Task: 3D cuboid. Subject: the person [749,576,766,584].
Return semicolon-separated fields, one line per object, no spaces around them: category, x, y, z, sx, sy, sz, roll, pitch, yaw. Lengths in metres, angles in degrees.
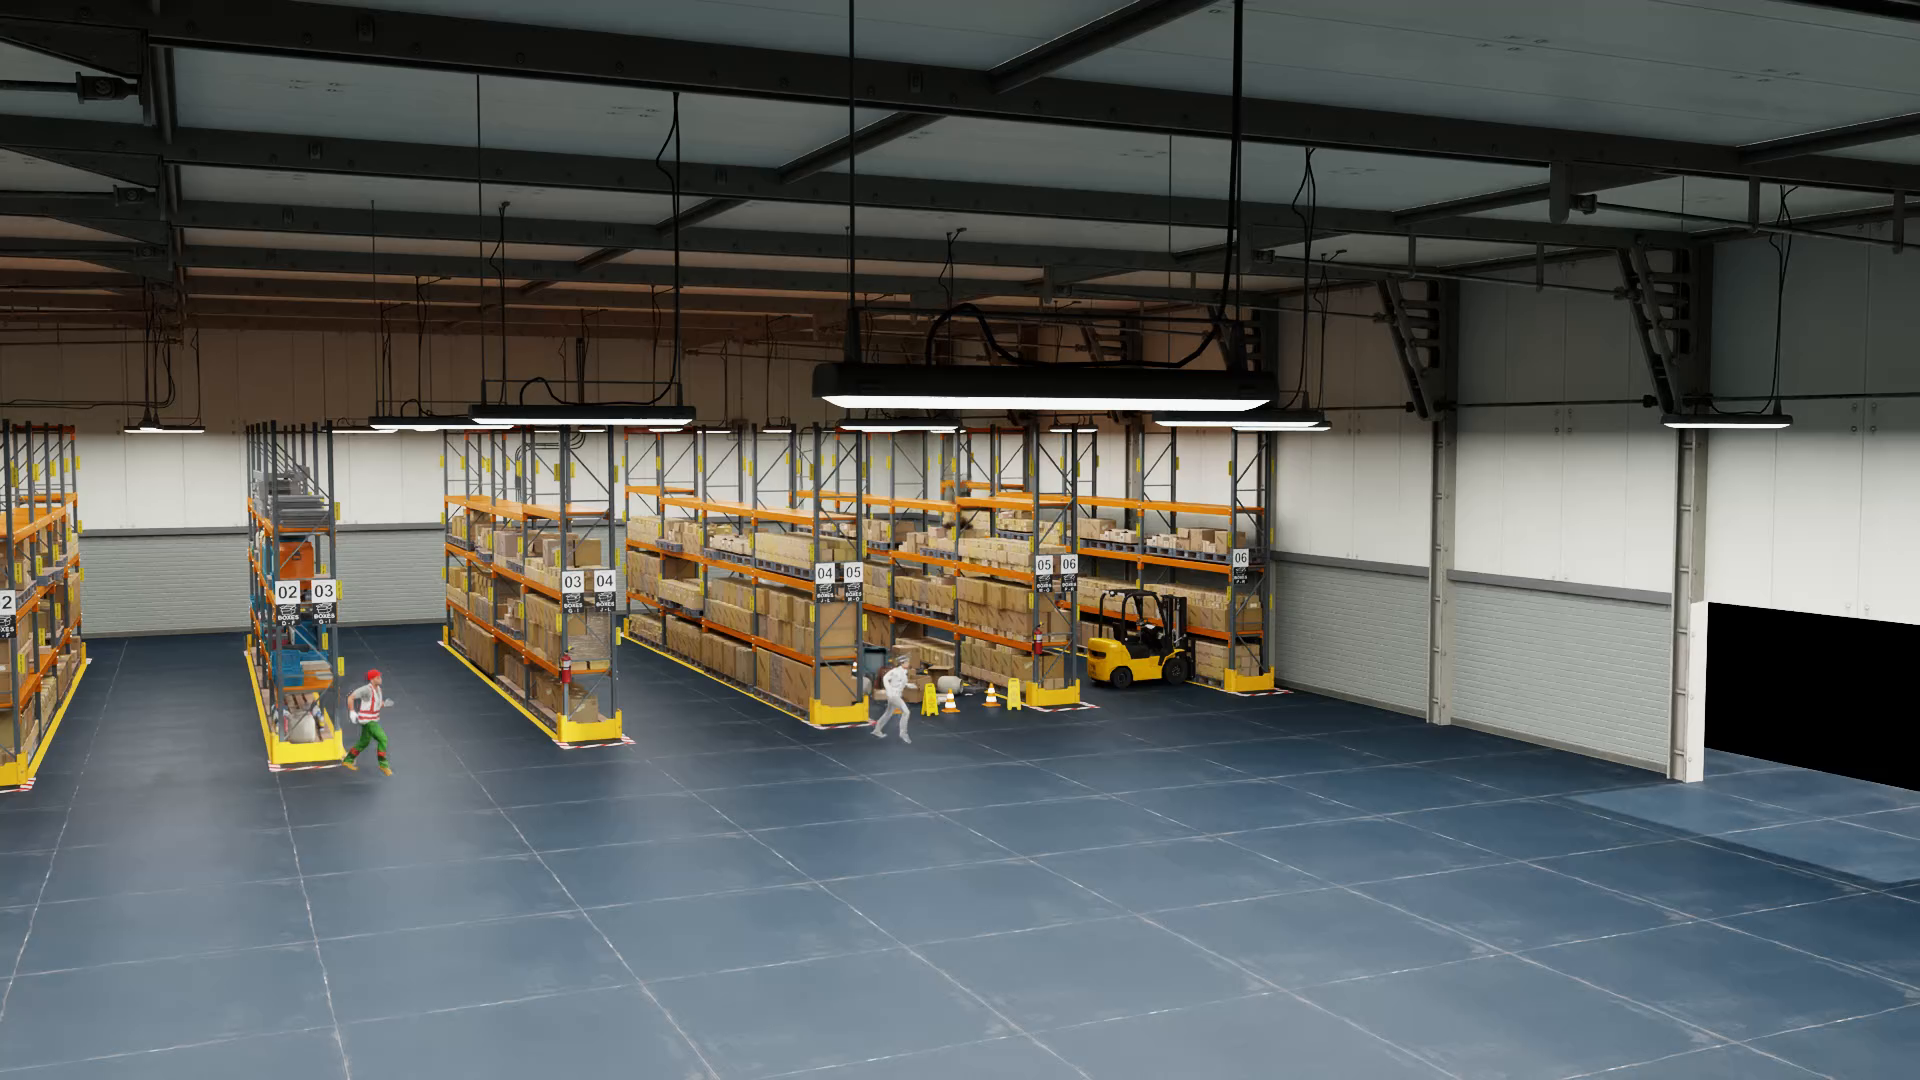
person;-6.200;1.693;50.565;0.918;1.764;0.711;-2;4;-34

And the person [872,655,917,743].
person;-1.251;2.970;31.171;0.856;1.675;0.632;1;4;16

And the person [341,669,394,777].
person;-9.984;3.087;27.991;0.900;1.825;0.693;0;4;3
